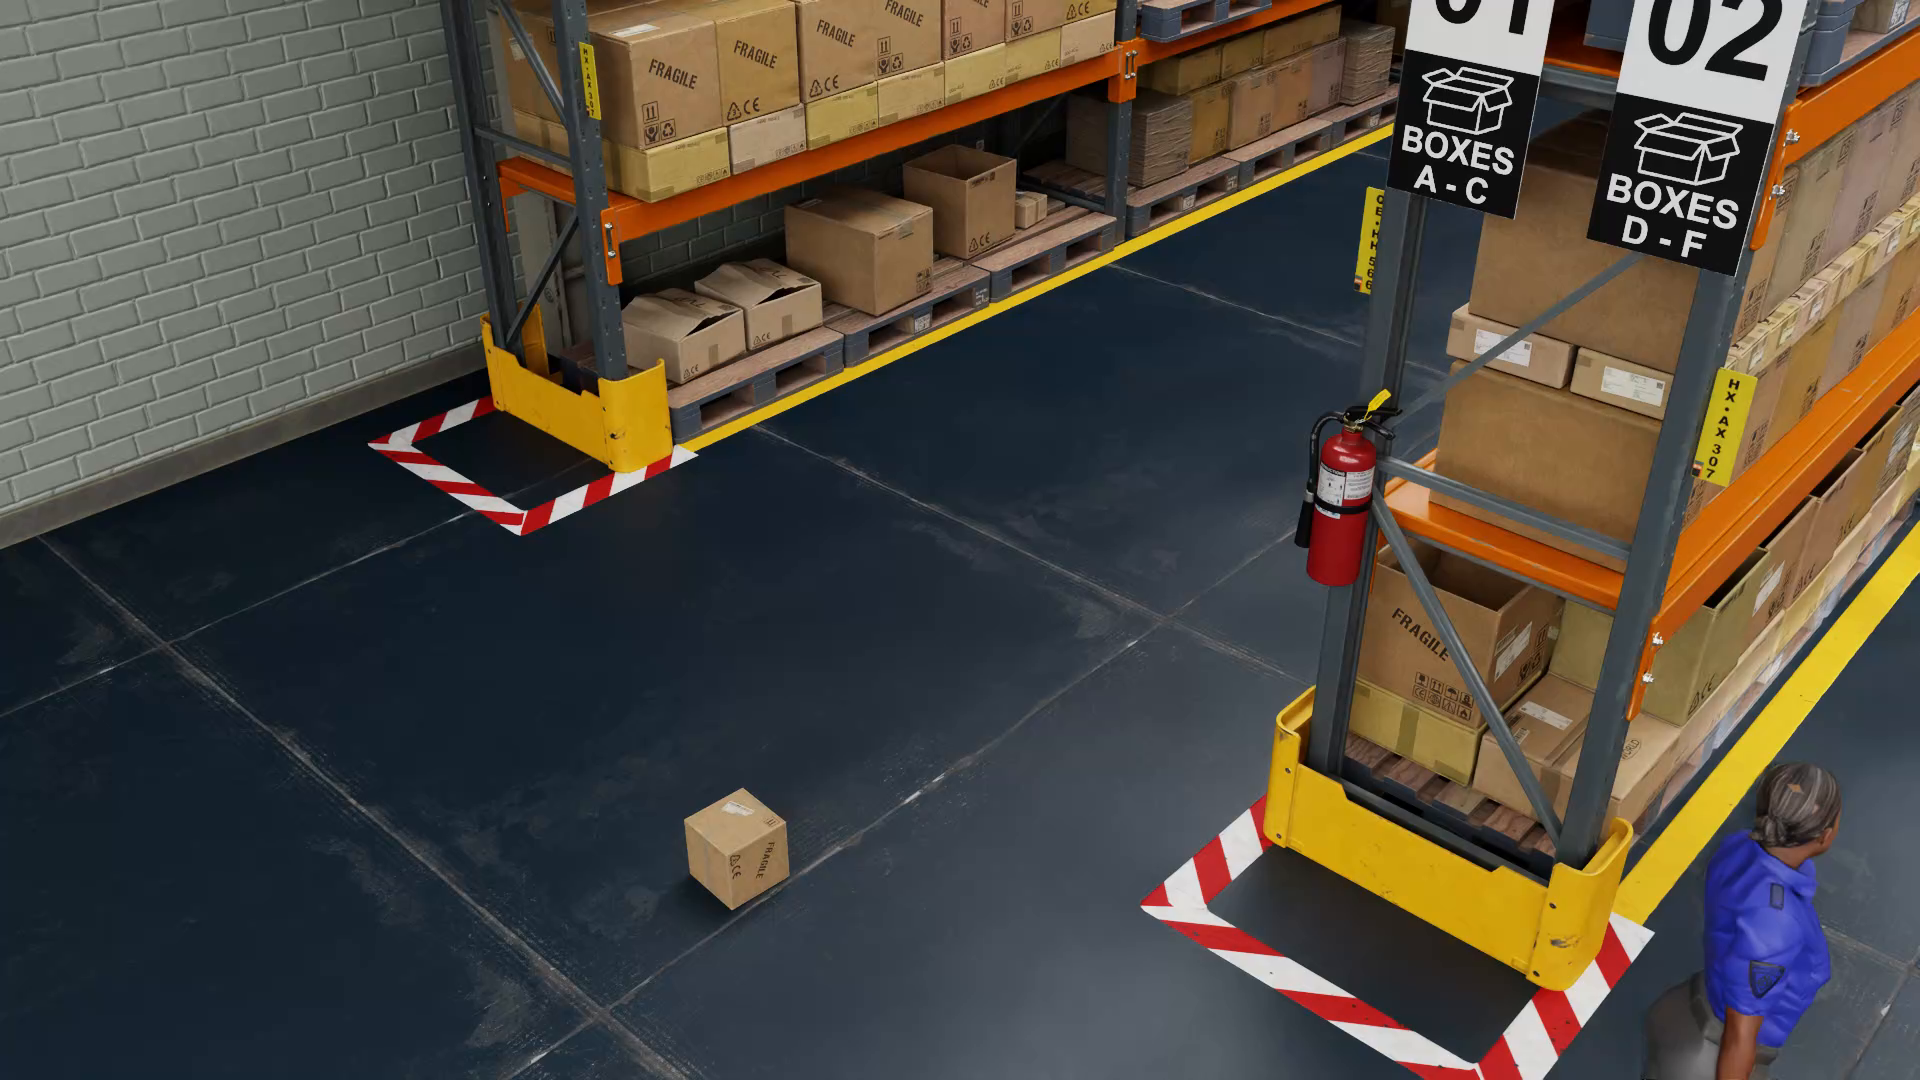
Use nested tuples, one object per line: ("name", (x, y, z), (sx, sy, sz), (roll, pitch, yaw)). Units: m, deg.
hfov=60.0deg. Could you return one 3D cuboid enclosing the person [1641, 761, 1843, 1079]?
("person", (1.876, 1.273, 4.042), (0.472, 1.651, 0.557), (9, 33, 14))
